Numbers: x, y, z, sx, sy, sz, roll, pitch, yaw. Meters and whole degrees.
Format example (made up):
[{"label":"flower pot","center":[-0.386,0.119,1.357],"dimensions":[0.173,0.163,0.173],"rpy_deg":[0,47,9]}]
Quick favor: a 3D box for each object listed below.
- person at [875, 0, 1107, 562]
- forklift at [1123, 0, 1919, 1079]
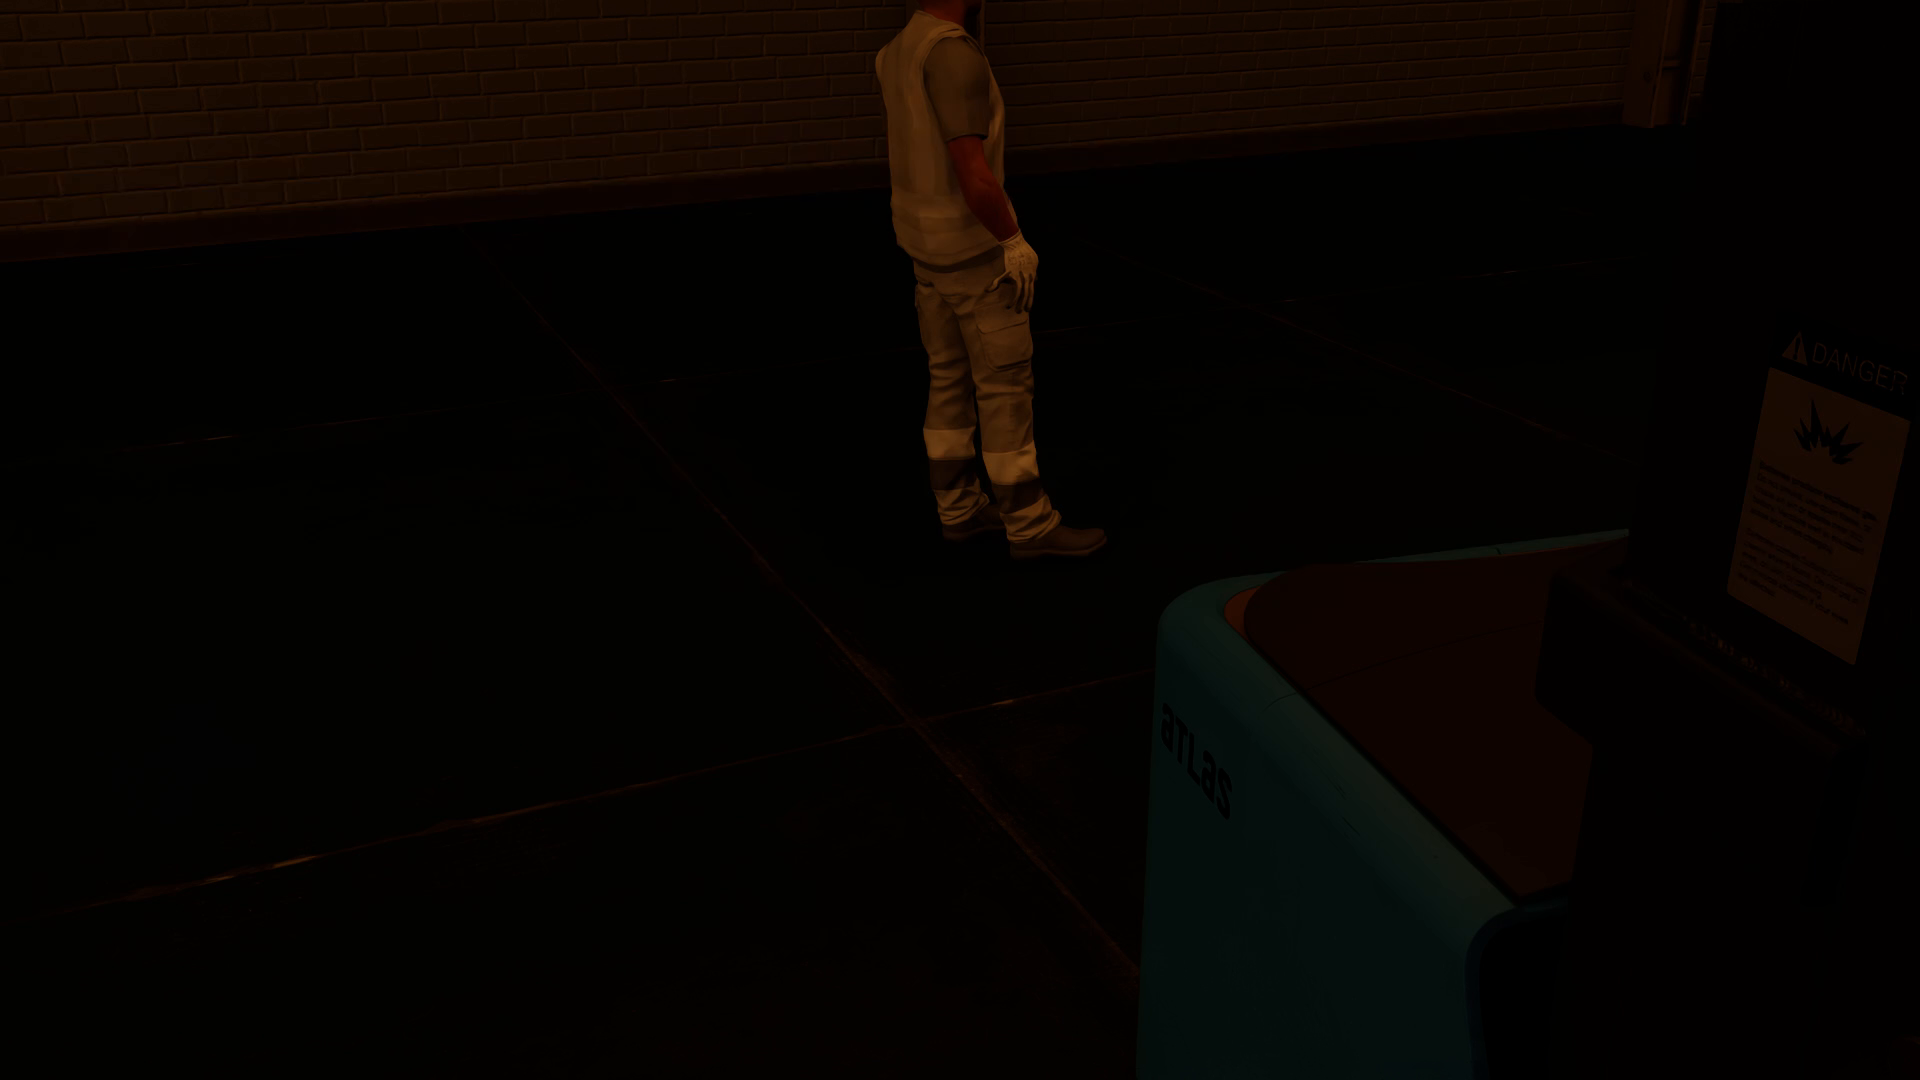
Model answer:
[{"label":"person","center":[0.078,-0.842,4.782],"dimensions":[0.564,1.787,0.637],"rpy_deg":[-10,25,-23]},{"label":"forklift","center":[1.143,0.184,0.842],"dimensions":[1.130,2.935,3.031],"rpy_deg":[-6,23,-15]}]
